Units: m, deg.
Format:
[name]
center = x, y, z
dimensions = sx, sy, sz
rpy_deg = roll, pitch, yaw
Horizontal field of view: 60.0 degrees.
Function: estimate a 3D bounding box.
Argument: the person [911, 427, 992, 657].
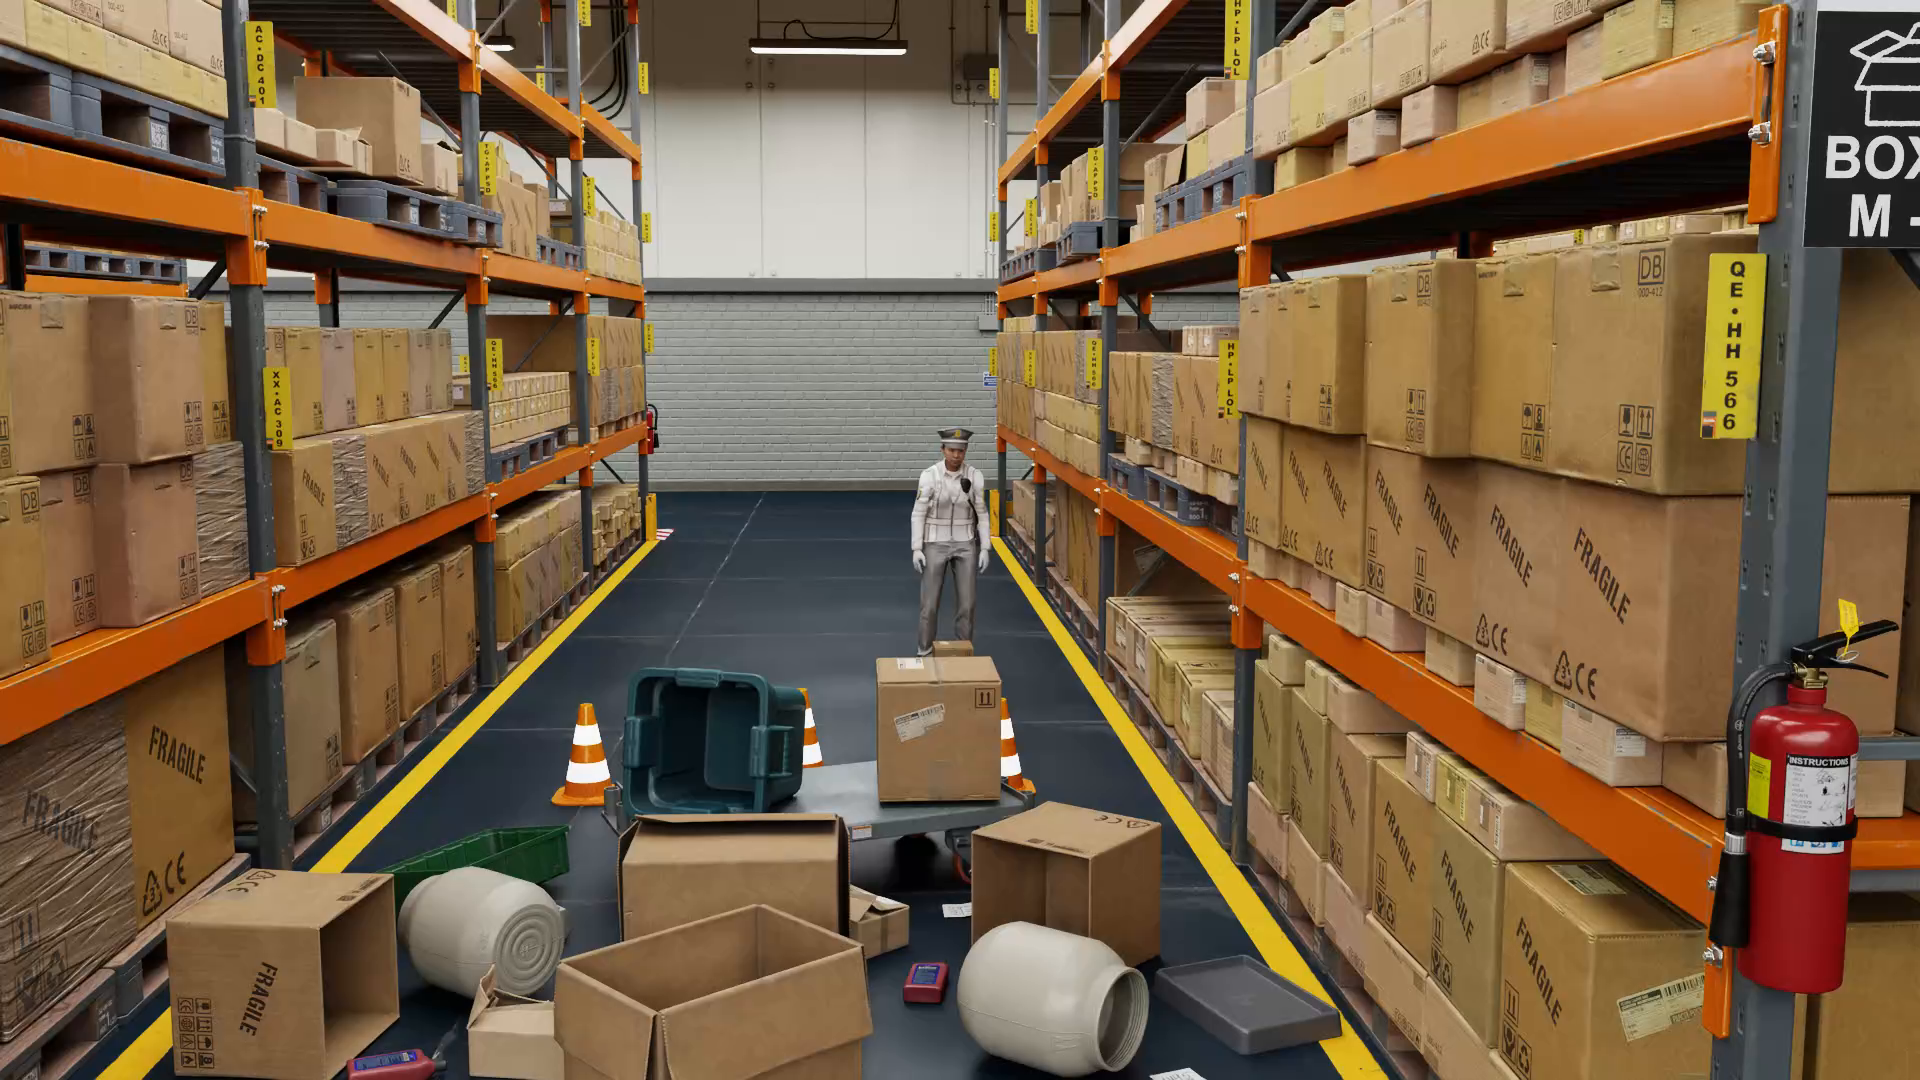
[person]
center = -0.061, 0.078, 11.087
dimensions = 0.547, 1.667, 0.369
rpy_deg = -1, 7, -7
